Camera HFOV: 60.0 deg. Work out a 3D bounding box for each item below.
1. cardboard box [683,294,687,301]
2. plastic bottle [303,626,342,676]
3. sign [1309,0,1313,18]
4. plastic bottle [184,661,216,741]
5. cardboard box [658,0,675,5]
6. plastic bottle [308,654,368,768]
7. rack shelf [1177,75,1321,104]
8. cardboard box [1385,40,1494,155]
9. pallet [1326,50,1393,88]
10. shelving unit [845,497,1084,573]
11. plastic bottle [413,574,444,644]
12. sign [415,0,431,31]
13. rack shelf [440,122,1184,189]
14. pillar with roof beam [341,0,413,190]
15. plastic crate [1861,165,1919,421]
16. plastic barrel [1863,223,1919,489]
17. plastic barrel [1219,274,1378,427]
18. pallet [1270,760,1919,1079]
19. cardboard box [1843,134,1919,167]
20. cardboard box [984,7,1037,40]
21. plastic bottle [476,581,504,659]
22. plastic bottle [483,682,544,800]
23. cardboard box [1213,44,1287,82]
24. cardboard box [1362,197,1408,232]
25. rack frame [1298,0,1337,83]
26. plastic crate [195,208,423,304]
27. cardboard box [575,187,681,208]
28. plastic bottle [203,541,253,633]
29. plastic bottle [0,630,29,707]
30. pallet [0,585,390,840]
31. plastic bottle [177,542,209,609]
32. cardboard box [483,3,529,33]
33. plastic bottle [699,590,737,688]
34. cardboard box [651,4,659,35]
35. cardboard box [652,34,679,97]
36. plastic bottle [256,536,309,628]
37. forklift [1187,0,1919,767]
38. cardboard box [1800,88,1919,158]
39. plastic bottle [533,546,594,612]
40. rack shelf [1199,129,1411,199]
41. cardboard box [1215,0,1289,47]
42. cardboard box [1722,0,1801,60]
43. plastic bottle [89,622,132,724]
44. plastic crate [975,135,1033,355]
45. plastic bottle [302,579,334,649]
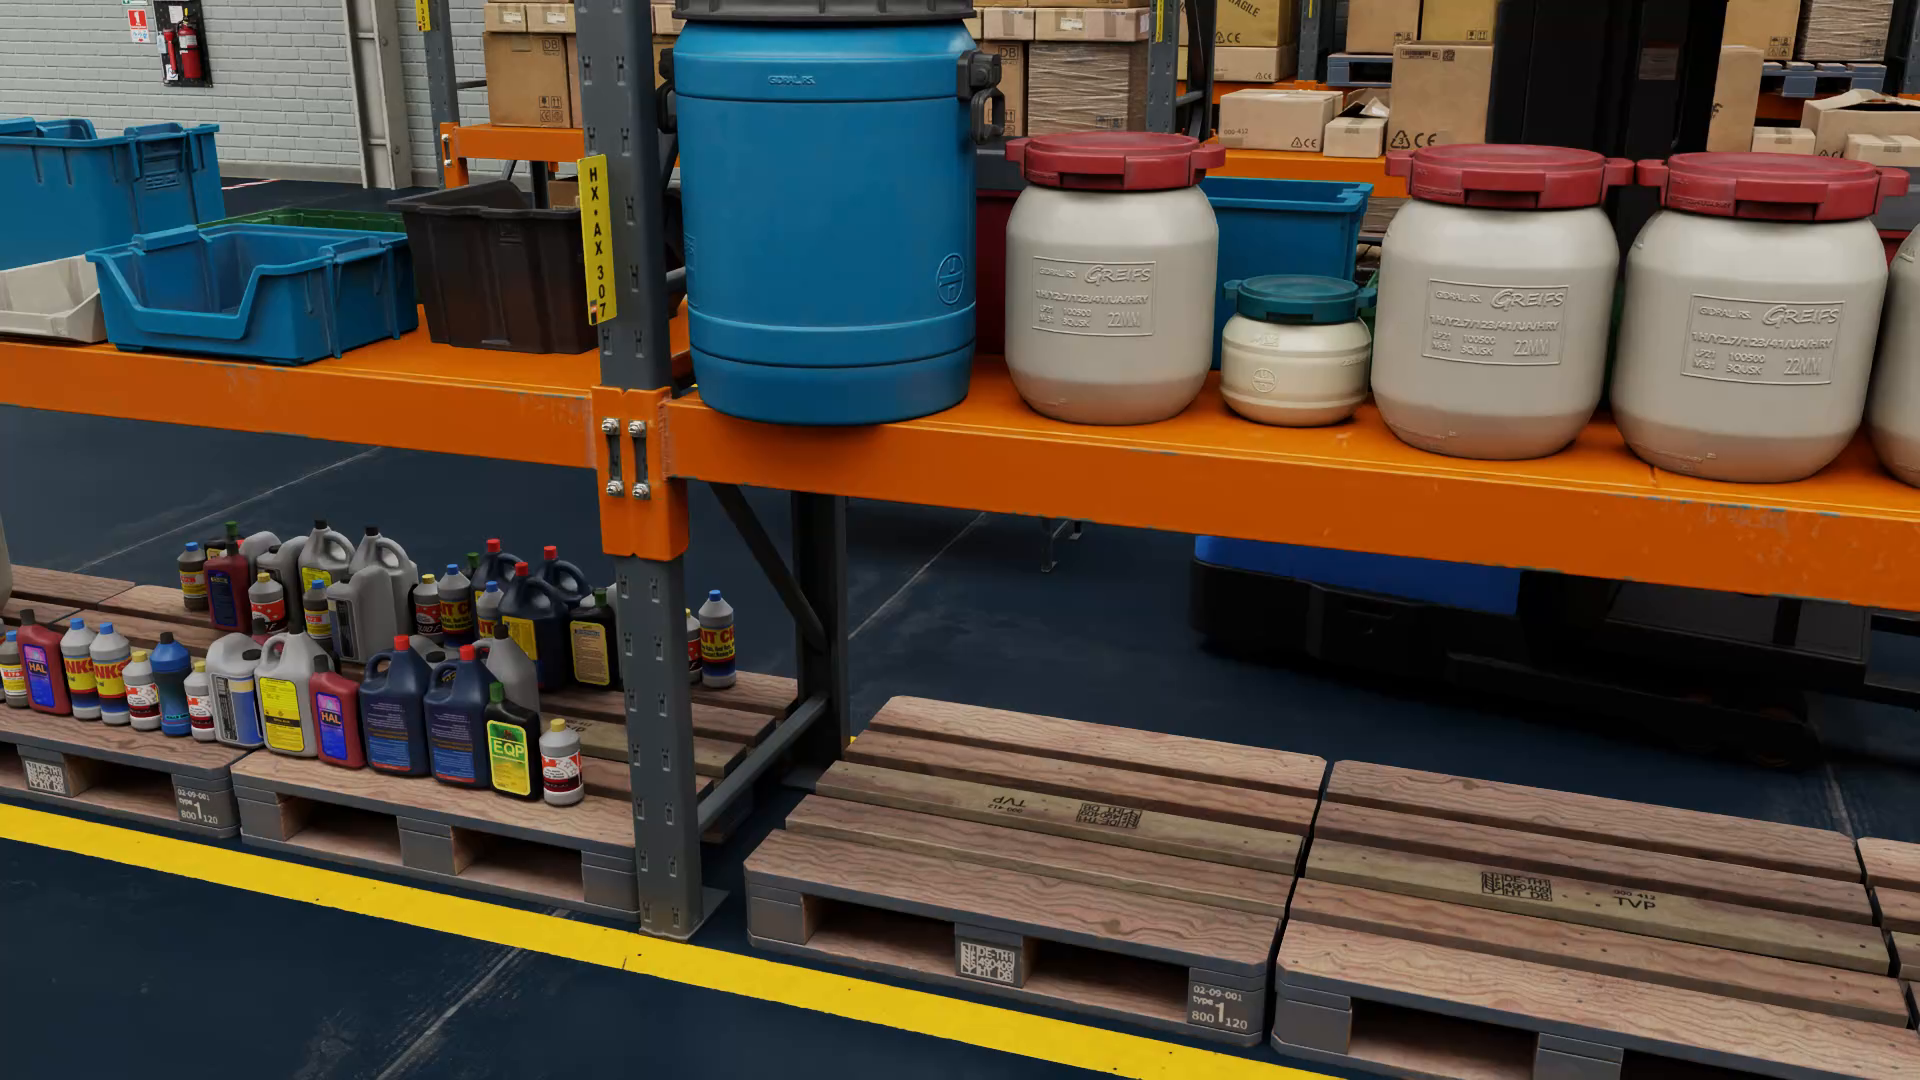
[{"bbox_3d":[-1.301,-1.273,9.212,0.500,0.250,0.500,7,20,18],"label":"cardboard box"},{"bbox_3d":[-1.710,0.369,4.419,0.133,0.283,0.061,7,20,18],"label":"plastic bottle"},{"bbox_3d":[2.550,-3.955,12.051,0.005,0.325,0.100,7,20,18],"label":"sign"},{"bbox_3d":[-1.993,0.419,4.399,0.097,0.201,0.097,0,19,0],"label":"plastic bottle"},{"bbox_3d":[-1.218,-3.098,8.784,0.500,0.500,0.700,7,20,18],"label":"cardboard box"},{"bbox_3d":[-1.582,0.434,4.233,0.133,0.283,0.061,8,21,22],"label":"plastic bottle"},{"bbox_3d":[0.831,-3.593,13.418,4.000,0.370,1.077,7,20,18],"label":"rack shelf"},{"bbox_3d":[2.316,-2.078,7.828,0.500,0.500,0.500,8,21,22],"label":"cardboard box"},{"bbox_3d":[3.395,-3.498,12.345,1.213,0.211,1.003,7,20,18],"label":"pallet"},{"bbox_3d":[-0.081,-0.717,6.356,1.048,1.500,0.538,7,20,18],"label":"shelving unit"},{"bbox_3d":[-1.595,0.203,5.019,0.097,0.201,0.097,0,19,0],"label":"plastic bottle"},{"bbox_3d":[-2.868,-2.882,8.851,0.005,0.325,0.100,7,20,18],"label":"sign"},{"bbox_3d":[-0.791,-2.052,8.999,4.000,0.370,1.077,7,20,18],"label":"rack shelf"},{"bbox_3d":[-7.193,-6.484,11.506,0.400,9.000,9.100,7,20,18],"label":"pillar with roof beam"},{"bbox_3d":[1.822,-0.504,3.367,0.583,0.464,0.402,7,20,18],"label":"plastic crate"},{"bbox_3d":[1.808,-0.347,2.844,0.421,0.512,0.421,0,19,0],"label":"plastic barrel"},{"bbox_3d":[0.669,-0.380,3.319,0.301,0.262,0.301,0,19,0],"label":"plastic barrel"},{"bbox_3d":[1.380,0.885,3.717,1.213,0.211,1.003,7,20,18],"label":"pallet"},{"bbox_3d":[3.937,-1.636,7.094,0.250,0.149,0.380,7,20,18],"label":"cardboard box"},{"bbox_3d":[0.290,-2.547,8.188,0.250,0.149,0.380,6,20,16],"label":"cardboard box"},{"bbox_3d":[-1.333,0.250,4.777,0.097,0.271,0.097,0,19,0],"label":"plastic bottle"},{"bbox_3d":[-1.093,0.490,4.073,0.133,0.283,0.061,8,21,21],"label":"plastic bottle"},{"bbox_3d":[2.174,-3.612,12.578,0.500,0.250,0.500,7,20,18],"label":"cardboard box"},{"bbox_3d":[3.421,-2.669,12.806,0.500,0.500,0.700,7,20,20],"label":"cardboard box"},{"bbox_3d":[2.721,-3.716,12.680,0.127,3.000,1.000,7,20,18],"label":"rack frame"},{"bbox_3d":[-1.720,-0.770,4.551,0.662,0.188,0.450,7,20,18],"label":"plastic crate"},{"bbox_3d":[-1.773,-1.681,9.242,0.500,0.500,0.500,7,20,18],"label":"cardboard box"},{"bbox_3d":[-2.236,0.138,5.082,0.133,0.283,0.061,7,20,18],"label":"plastic bottle"},{"bbox_3d":[-2.601,0.350,4.599,0.097,0.201,0.097,0,19,0],"label":"plastic bottle"},{"bbox_3d":[-2.307,0.464,4.924,1.213,0.211,1.003,7,20,18],"label":"pallet"},{"bbox_3d":[-2.430,0.108,5.293,0.097,0.201,0.097,0,19,0],"label":"plastic bottle"},{"bbox_3d":[-2.380,-2.852,9.063,0.250,0.149,0.380,6,20,18],"label":"cardboard box"},{"bbox_3d":[-0.688,0.274,4.710,0.097,0.271,0.097,0,19,0],"label":"plastic bottle"},{"bbox_3d":[-1.657,-2.769,8.825,0.250,0.149,0.380,6,20,17],"label":"cardboard box"},{"bbox_3d":[-1.278,-2.490,9.010,0.500,0.500,0.700,7,20,18],"label":"cardboard box"},{"bbox_3d":[-2.070,0.123,5.135,0.135,0.276,0.152,6,20,17],"label":"plastic bottle"},{"bbox_3d":[2.304,-0.938,4.815,3.031,2.935,1.130,10,22,27],"label":"forklift"},{"bbox_3d":[4.096,-1.858,7.485,0.500,0.311,0.500,6,20,17],"label":"cardboard box"},{"bbox_3d":[-1.157,0.191,4.827,0.185,0.351,0.144,7,20,20],"label":"plastic bottle"},{"bbox_3d":[2.988,-1.620,7.759,4.000,0.370,1.077,7,20,18],"label":"rack shelf"},{"bbox_3d":[2.173,-3.964,12.449,0.500,0.500,0.500,6,20,18],"label":"cardboard box"},{"bbox_3d":[5.515,-3.639,11.637,0.500,0.500,0.700,5,20,13],"label":"cardboard box"},{"bbox_3d":[-2.280,0.353,4.482,0.097,0.271,0.097,0,19,0],"label":"plastic bottle"},{"bbox_3d":[0.027,-0.709,3.956,0.583,0.464,0.402,7,20,18],"label":"plastic crate"},{"bbox_3d":[-1.911,0.217,4.978,0.097,0.201,0.097,0,19,0],"label":"plastic bottle"}]
